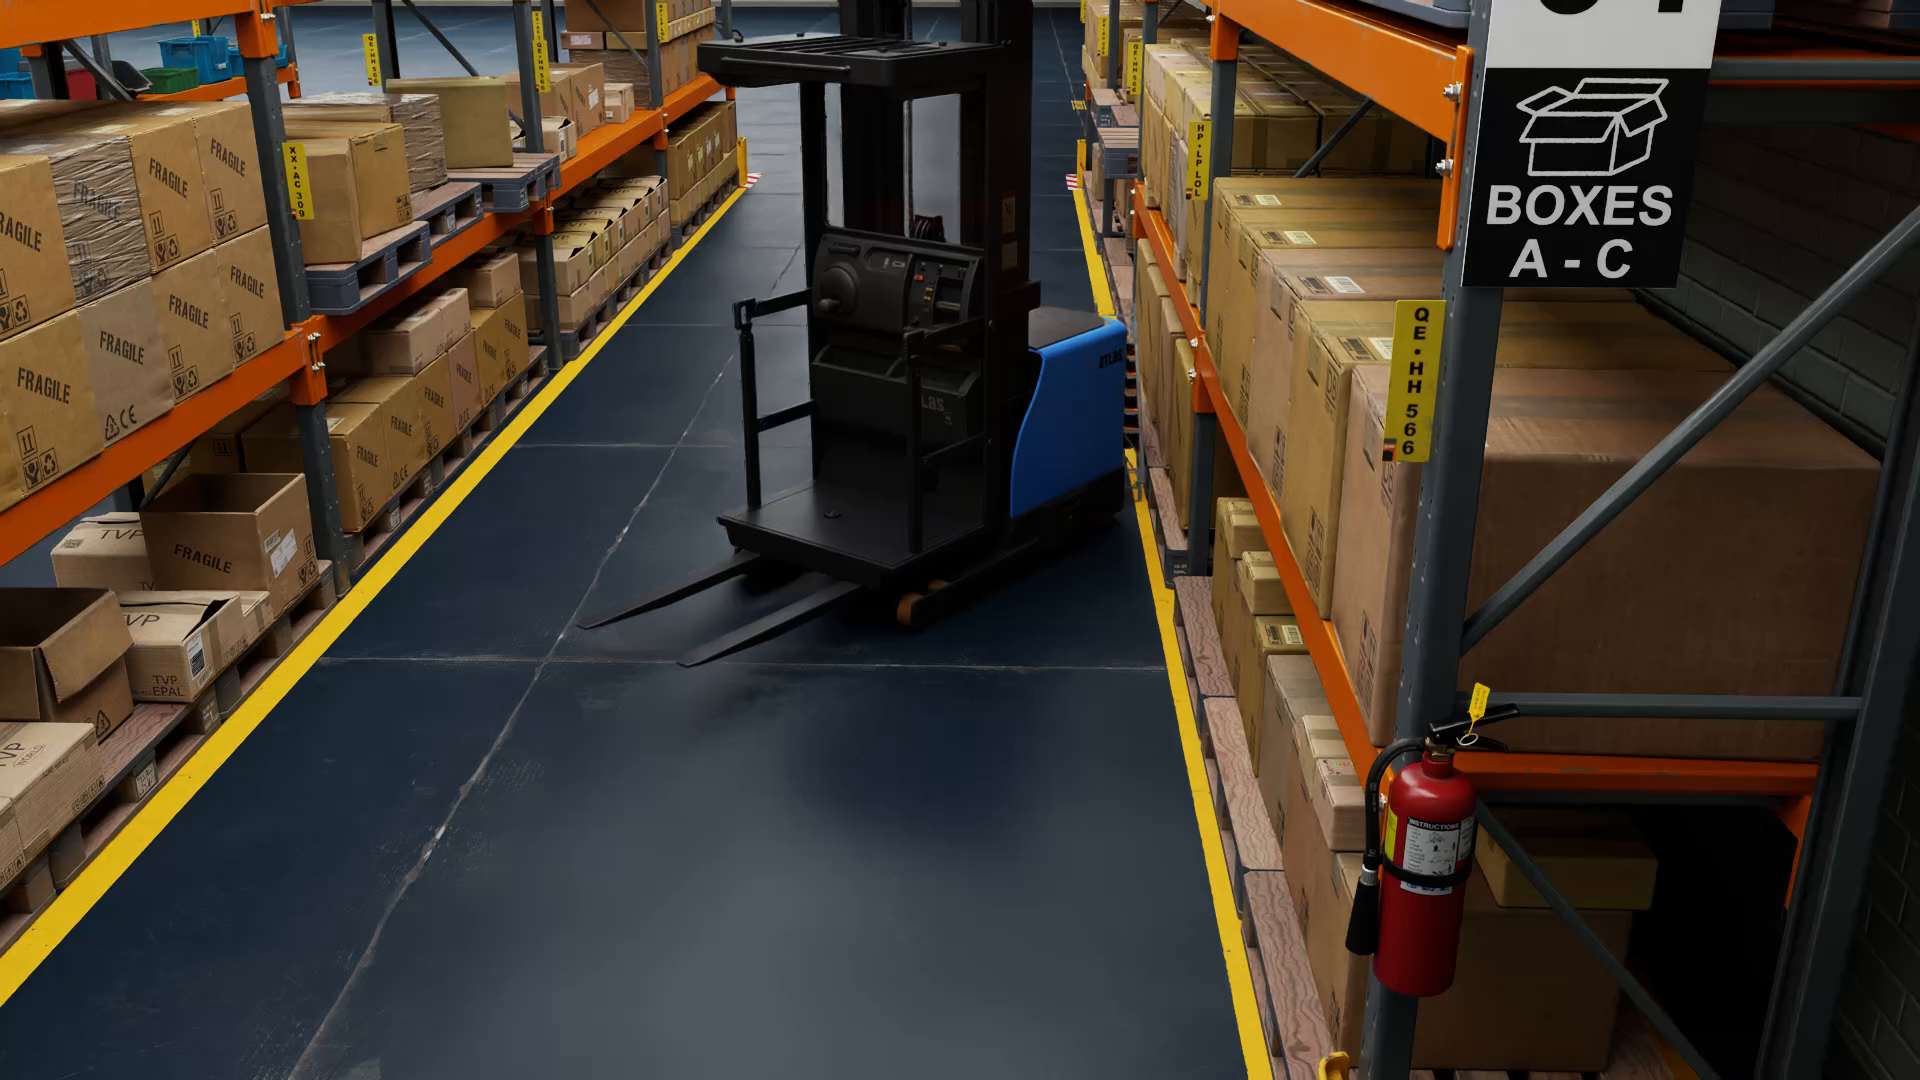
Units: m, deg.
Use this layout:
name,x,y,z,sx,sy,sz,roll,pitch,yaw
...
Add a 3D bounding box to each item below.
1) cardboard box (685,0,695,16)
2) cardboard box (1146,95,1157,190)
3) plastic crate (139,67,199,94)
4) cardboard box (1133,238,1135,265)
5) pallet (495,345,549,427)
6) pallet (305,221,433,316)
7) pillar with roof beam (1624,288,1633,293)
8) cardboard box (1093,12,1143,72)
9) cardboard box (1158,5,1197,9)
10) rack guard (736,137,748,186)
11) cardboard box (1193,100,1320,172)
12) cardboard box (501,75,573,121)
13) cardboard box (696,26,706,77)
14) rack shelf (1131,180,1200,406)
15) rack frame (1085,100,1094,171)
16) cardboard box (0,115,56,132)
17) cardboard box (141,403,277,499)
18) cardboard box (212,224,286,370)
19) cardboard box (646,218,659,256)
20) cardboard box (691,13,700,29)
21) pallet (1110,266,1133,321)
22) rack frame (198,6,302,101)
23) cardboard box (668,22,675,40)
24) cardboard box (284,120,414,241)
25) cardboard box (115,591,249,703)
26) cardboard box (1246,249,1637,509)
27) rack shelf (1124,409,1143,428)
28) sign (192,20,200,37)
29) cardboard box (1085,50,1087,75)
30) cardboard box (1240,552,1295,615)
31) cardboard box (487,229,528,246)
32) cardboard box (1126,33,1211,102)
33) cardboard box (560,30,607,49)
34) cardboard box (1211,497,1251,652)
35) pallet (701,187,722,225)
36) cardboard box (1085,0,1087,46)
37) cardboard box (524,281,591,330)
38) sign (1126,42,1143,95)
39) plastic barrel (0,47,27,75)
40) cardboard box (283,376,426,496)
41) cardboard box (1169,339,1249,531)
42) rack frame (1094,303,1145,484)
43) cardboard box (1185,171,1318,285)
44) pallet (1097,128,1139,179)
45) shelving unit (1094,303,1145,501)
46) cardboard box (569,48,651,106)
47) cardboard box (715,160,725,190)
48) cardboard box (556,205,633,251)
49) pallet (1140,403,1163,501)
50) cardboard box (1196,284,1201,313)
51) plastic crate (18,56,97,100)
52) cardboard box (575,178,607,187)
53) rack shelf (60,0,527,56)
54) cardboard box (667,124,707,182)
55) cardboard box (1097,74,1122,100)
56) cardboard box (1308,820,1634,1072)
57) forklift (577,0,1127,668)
name,x,y,z,sx,sy,sz,roll,pitch,yaw
cardboard box,-3.088,-5.576,16.820,0.700,0.500,0.500,1,21,2
cardboard box,1.378,-2.371,9.917,0.500,0.500,0.500,1,21,3
plastic crate,-7.784,-4.483,16.229,0.450,0.188,0.662,1,21,2
cardboard box,1.768,-2.387,13.382,0.700,0.500,0.500,1,21,2
pallet,-3.339,-1.022,10.872,1.003,0.211,1.213,1,21,2
pallet,-3.266,-1.344,8.111,1.003,0.211,1.213,1,21,2
pillar with roof beam,-1.908,-3.674,5.558,9.100,9.000,0.400,1,21,2
cardboard box,1.510,-4.629,15.455,0.500,0.500,0.500,1,21,1
cardboard box,2.063,-4.997,16.403,0.500,0.500,0.500,1,21,2
rack guard,-3.034,-4.328,18.992,1.175,0.500,0.348,1,21,2
cardboard box,1.310,-1.808,7.429,0.500,0.250,0.500,1,21,3
cardboard box,-3.243,-3.245,12.608,0.500,0.500,0.500,0,21,-1
cardboard box,-3.073,-5.172,17.575,0.700,0.500,0.500,1,21,3
rack shelf,1.613,-1.480,9.192,1.077,0.370,4.000,1,21,2
rack frame,1.917,-5.431,18.380,1.000,3.000,0.127,1,21,2
cardboard box,-3.711,-1.305,6.224,0.500,0.500,0.500,0,21,0
cardboard box,-3.671,-0.367,8.175,0.500,0.500,0.500,1,21,1
cardboard box,-3.158,-1.009,6.844,0.500,0.500,0.500,1,21,3
cardboard box,-2.896,-2.616,14.345,0.500,0.250,0.500,0,21,1
cardboard box,-2.888,-5.320,17.059,0.380,0.149,0.250,1,21,3
pallet,1.739,-1.961,13.292,1.003,0.211,1.213,1,21,2
rack frame,-7.986,-5.540,18.661,1.000,3.000,0.127,1,21,2
cardboard box,-2.925,-4.852,15.851,0.380,0.149,0.250,0,21,0
cardboard box,-3.204,-1.806,8.319,0.700,0.500,0.500,4,22,10
cardboard box,-3.156,0.383,6.504,0.500,0.311,0.500,1,21,2
cardboard box,1.479,-0.509,5.280,0.980,0.700,0.700,0,21,-1
rack shelf,0.877,-0.640,9.200,0.258,0.180,0.103,1,61,0
sign,-8.535,-5.677,18.631,0.100,0.325,0.005,1,21,2
cardboard box,1.583,-5.010,17.474,0.500,0.250,0.500,0,21,0
cardboard box,1.218,0.154,5.962,0.380,0.149,0.250,0,21,0
cardboard box,-3.499,-2.147,12.362,0.500,0.311,0.500,0,21,1
cardboard box,1.721,-3.851,13.561,0.700,0.500,0.500,3,21,7
cardboard box,-3.362,-4.488,14.914,0.380,0.149,0.250,1,21,2
cardboard box,1.427,0.146,6.880,0.700,0.500,0.500,1,21,2
pallet,-3.056,-3.468,17.174,1.003,0.211,1.213,1,21,2
cardboard box,1.602,-5.551,17.832,0.500,0.500,0.500,1,21,2
cardboard box,-2.969,-1.692,11.963,0.500,0.250,0.500,1,21,1
sign,1.131,-3.044,10.737,0.100,0.325,0.005,1,21,2
plastic barrel,-8.422,-4.191,14.492,0.600,0.901,0.708,1,21,2
cardboard box,-3.136,-0.551,8.649,0.500,0.500,0.500,1,21,2
cardboard box,1.442,-0.523,8.120,0.750,0.750,0.750,1,21,2
rack frame,0.879,-0.828,9.200,0.240,0.006,1.200,1,61,0
cardboard box,1.314,-1.457,7.560,0.500,0.500,0.500,0,21,1
pallet,1.589,-2.708,11.627,1.213,0.211,1.003,1,21,2
shelving unit,0.879,-0.784,9.280,0.258,0.189,1.200,1,61,0
cardboard box,-3.149,-4.245,15.185,0.700,0.500,0.500,0,21,0
cardboard box,-2.772,-3.839,17.498,0.500,0.250,0.500,1,21,2
cardboard box,-2.928,-2.514,13.306,0.500,0.311,0.500,0,21,1
pallet,1.534,-0.515,9.563,1.003,0.211,1.213,1,21,2
cardboard box,1.279,-1.110,7.563,0.380,0.149,0.250,1,21,2
plastic crate,-7.816,-3.945,14.462,0.402,0.464,0.583,1,21,2
cardboard box,-3.418,-3.067,14.732,0.500,0.311,0.500,1,21,2
rack shelf,-3.339,-2.932,8.786,1.077,0.370,4.000,1,21,2
cardboard box,-2.799,-3.827,16.431,0.500,0.500,0.500,1,21,2
cardboard box,1.507,-4.099,15.126,0.500,0.250,0.500,1,21,2
cardboard box,1.351,1.069,4.502,0.700,0.500,0.500,1,21,2
forklift,-0.430,-1.163,7.475,1.130,2.935,3.031,15,26,35
